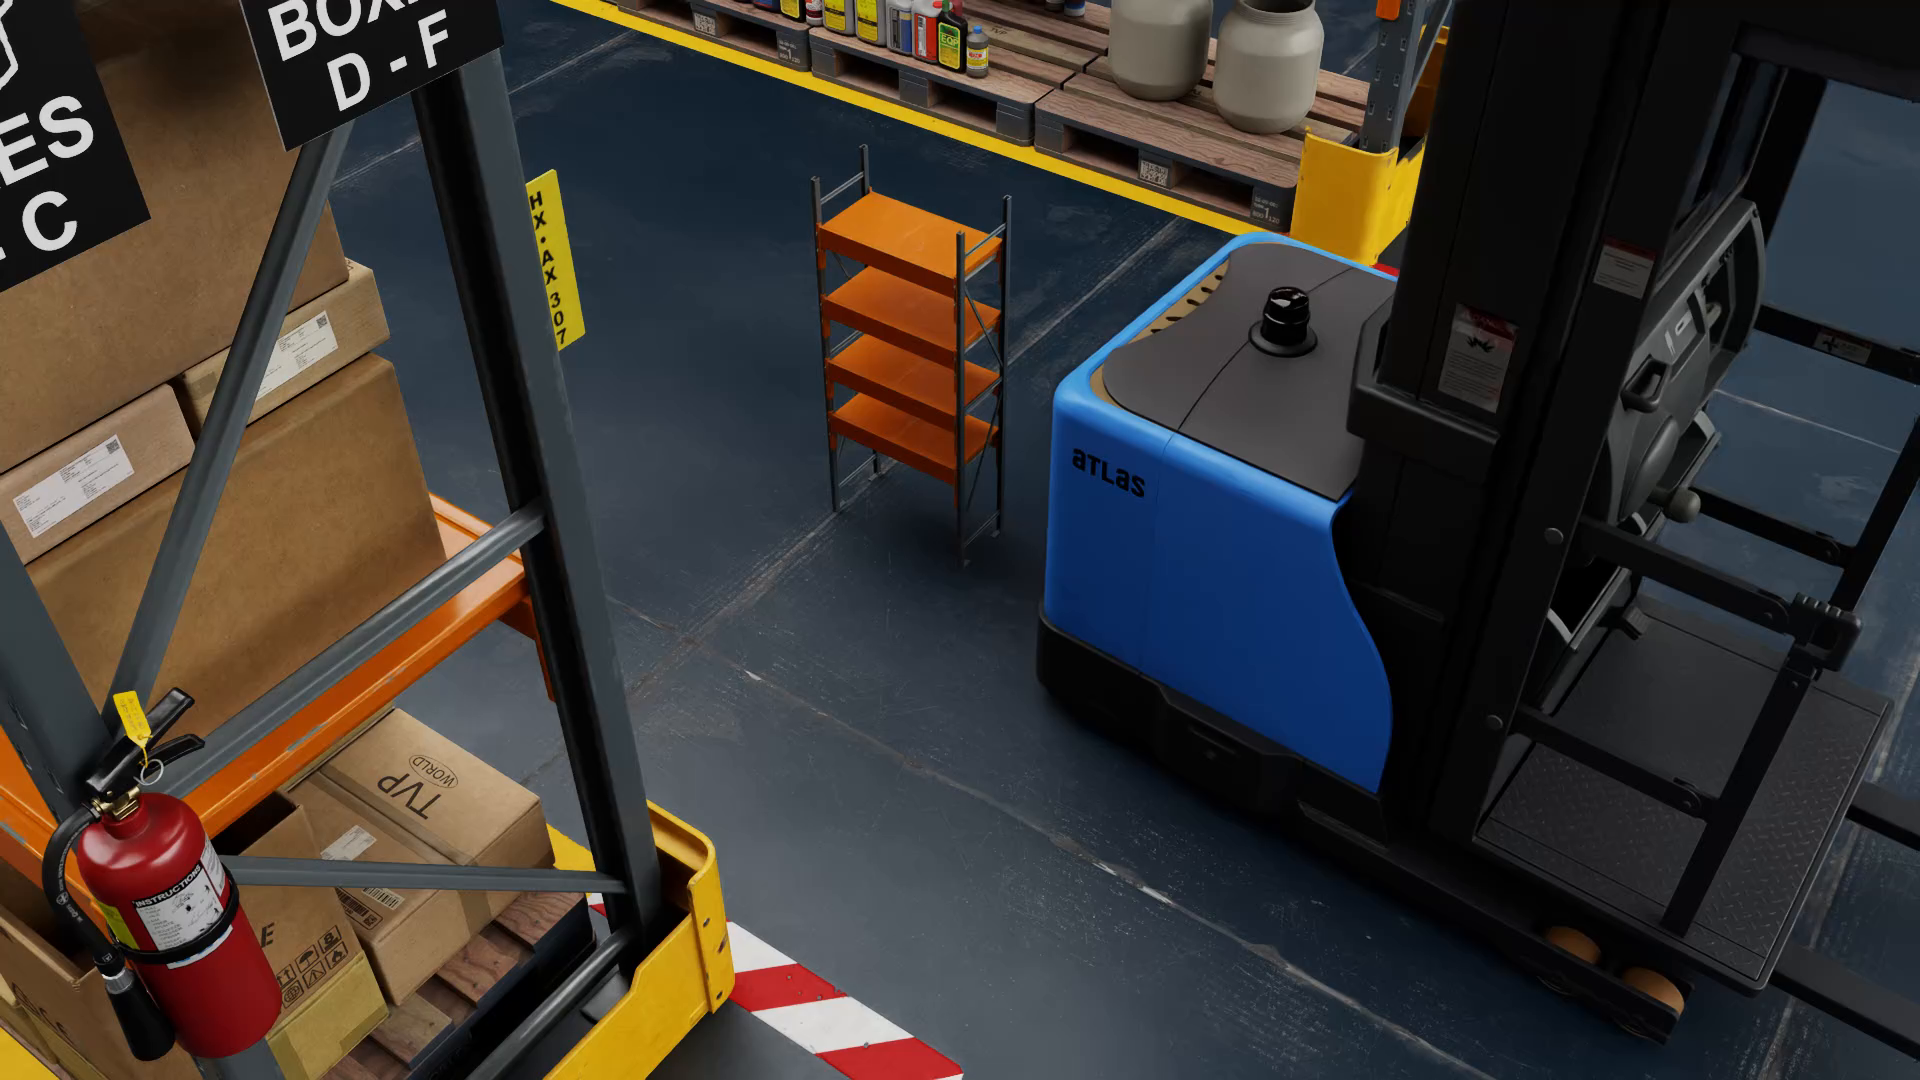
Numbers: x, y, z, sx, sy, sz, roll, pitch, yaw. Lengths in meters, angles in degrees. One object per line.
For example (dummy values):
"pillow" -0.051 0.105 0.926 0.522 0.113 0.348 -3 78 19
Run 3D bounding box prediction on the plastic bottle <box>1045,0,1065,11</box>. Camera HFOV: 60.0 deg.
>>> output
"plastic bottle" 0.440 -2.536 7.603 0.097 0.201 0.097 0 42 0

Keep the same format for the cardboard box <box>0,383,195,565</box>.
"cardboard box" -1.440 -0.129 2.583 0.250 0.149 0.380 24 47 25

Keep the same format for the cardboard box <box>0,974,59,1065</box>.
"cardboard box" -2.042 0.831 3.818 0.500 0.250 0.500 25 48 25

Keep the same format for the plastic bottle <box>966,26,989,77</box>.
"plastic bottle" 0.074 -2.096 7.111 0.097 0.201 0.097 0 42 0

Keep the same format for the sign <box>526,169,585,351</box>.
"sign" -0.694 -0.461 2.807 0.005 0.325 0.100 25 48 25

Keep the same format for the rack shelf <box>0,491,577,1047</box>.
"rack shelf" -2.655 -0.306 3.881 4.000 0.370 1.077 25 48 25

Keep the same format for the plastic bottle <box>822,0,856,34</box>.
"plastic bottle" -0.520 -2.448 7.393 0.185 0.351 0.144 25 47 25

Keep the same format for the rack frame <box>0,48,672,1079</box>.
"rack frame" -1.017 0.192 2.786 0.127 3.000 1.000 25 48 25

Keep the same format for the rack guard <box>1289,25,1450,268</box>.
"rack guard" 1.741 -1.583 6.644 0.348 0.500 1.175 25 48 25

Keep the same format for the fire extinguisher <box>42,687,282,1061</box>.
"fire extinguisher" -1.187 0.520 2.478 0.183 0.674 0.296 25 48 25

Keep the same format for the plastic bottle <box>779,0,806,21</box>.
"plastic bottle" -0.757 -2.500 7.502 0.133 0.283 0.061 27 48 27

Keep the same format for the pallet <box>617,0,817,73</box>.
"pallet" -0.919 -2.723 8.135 1.213 0.211 1.003 25 48 25

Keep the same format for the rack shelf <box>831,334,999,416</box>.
"rack shelf" -0.136 -0.490 4.940 0.457 0.050 0.221 25 48 25

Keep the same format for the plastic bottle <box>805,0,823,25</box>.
"plastic bottle" -0.650 -2.434 7.490 0.097 0.201 0.097 0 42 0

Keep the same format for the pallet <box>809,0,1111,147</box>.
"pallet" 0.084 -2.256 7.613 1.213 0.211 1.003 25 48 25

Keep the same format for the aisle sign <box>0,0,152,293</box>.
"aisle sign" -1.132 -0.591 1.712 0.004 0.787 0.394 25 48 25

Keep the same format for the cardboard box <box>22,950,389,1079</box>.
"cardboard box" -1.626 1.016 3.612 0.500 0.250 0.500 25 48 25

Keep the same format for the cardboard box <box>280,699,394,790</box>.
"cardboard box" -1.739 0.264 3.891 0.500 0.500 0.500 25 48 25

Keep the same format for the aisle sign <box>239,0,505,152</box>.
"aisle sign" -0.788 -0.919 2.078 0.004 0.787 0.394 25 48 25

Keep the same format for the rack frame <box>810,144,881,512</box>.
"rack frame" -0.335 -0.604 5.025 0.015 1.200 0.240 25 48 25

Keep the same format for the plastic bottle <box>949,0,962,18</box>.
"plastic bottle" -0.056 -2.296 7.274 0.133 0.283 0.061 25 48 25

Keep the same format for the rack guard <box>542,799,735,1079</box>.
"rack guard" -0.998 1.133 3.609 0.348 0.500 1.175 25 48 25

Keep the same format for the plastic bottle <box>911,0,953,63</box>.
"plastic bottle" -0.116 -2.235 7.211 0.135 0.276 0.152 25 48 26

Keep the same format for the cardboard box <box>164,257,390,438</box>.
"cardboard box" -1.215 -0.355 2.835 0.250 0.149 0.380 25 47 25

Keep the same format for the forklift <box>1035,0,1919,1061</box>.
"forklift" 0.234 -2.194 4.928 8.240 3.703 3.137 27 48 27

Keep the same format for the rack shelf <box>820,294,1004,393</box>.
"rack shelf" -0.136 -0.627 4.816 0.480 0.148 0.258 25 48 25

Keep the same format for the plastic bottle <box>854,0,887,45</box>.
"plastic bottle" -0.368 -2.377 7.314 0.185 0.351 0.144 27 48 27

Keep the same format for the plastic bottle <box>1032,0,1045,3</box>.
"plastic bottle" 0.349 -2.623 7.639 0.133 0.283 0.061 26 48 26

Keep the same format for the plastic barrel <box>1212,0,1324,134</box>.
"plastic barrel" 1.247 -1.950 6.731 0.421 0.512 0.421 0 42 0

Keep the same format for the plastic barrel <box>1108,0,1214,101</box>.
"plastic barrel" 0.837 -2.142 6.945 0.421 0.512 0.421 0 42 0

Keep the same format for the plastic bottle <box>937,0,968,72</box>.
"plastic bottle" -0.032 -2.161 7.123 0.133 0.283 0.061 26 48 26

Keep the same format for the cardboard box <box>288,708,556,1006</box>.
"cardboard box" -1.329 0.734 3.928 0.500 0.250 0.500 25 48 25

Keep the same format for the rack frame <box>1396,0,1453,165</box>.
"rack frame" 1.832 -2.512 5.808 0.053 2.616 0.949 25 48 25

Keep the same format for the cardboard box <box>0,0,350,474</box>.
"cardboard box" -1.436 -0.535 2.550 0.500 0.500 0.700 25 48 25

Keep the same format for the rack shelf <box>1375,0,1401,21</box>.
"rack shelf" 0.192 -3.008 6.902 4.000 0.370 1.077 25 48 25

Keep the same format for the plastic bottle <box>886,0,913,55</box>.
"plastic bottle" -0.230 -2.288 7.270 0.135 0.276 0.152 24 47 24

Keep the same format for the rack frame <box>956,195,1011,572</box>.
"rack frame" 0.064 -0.417 4.816 0.015 1.200 0.240 25 48 25

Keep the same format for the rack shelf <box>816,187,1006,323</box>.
"rack shelf" -0.136 -0.803 4.659 0.480 0.148 0.258 25 48 25

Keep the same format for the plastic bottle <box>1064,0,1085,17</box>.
"plastic bottle" 0.524 -2.522 7.535 0.097 0.271 0.097 0 42 0

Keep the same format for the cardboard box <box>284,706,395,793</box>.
"cardboard box" -1.740 0.544 4.139 0.500 0.250 0.500 25 48 25

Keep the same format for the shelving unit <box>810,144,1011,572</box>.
"shelving unit" -0.136 -0.511 4.921 0.503 1.200 0.258 25 48 25

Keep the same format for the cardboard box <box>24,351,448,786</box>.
"cardboard box" -1.392 -0.031 2.960 0.500 0.500 0.700 25 48 25

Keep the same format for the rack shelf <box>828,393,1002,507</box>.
"rack shelf" -0.136 -0.312 5.098 0.480 0.148 0.258 25 48 25

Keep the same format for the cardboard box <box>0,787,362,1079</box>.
"cardboard box" -1.627 0.738 3.360 0.500 0.500 0.500 25 48 25
